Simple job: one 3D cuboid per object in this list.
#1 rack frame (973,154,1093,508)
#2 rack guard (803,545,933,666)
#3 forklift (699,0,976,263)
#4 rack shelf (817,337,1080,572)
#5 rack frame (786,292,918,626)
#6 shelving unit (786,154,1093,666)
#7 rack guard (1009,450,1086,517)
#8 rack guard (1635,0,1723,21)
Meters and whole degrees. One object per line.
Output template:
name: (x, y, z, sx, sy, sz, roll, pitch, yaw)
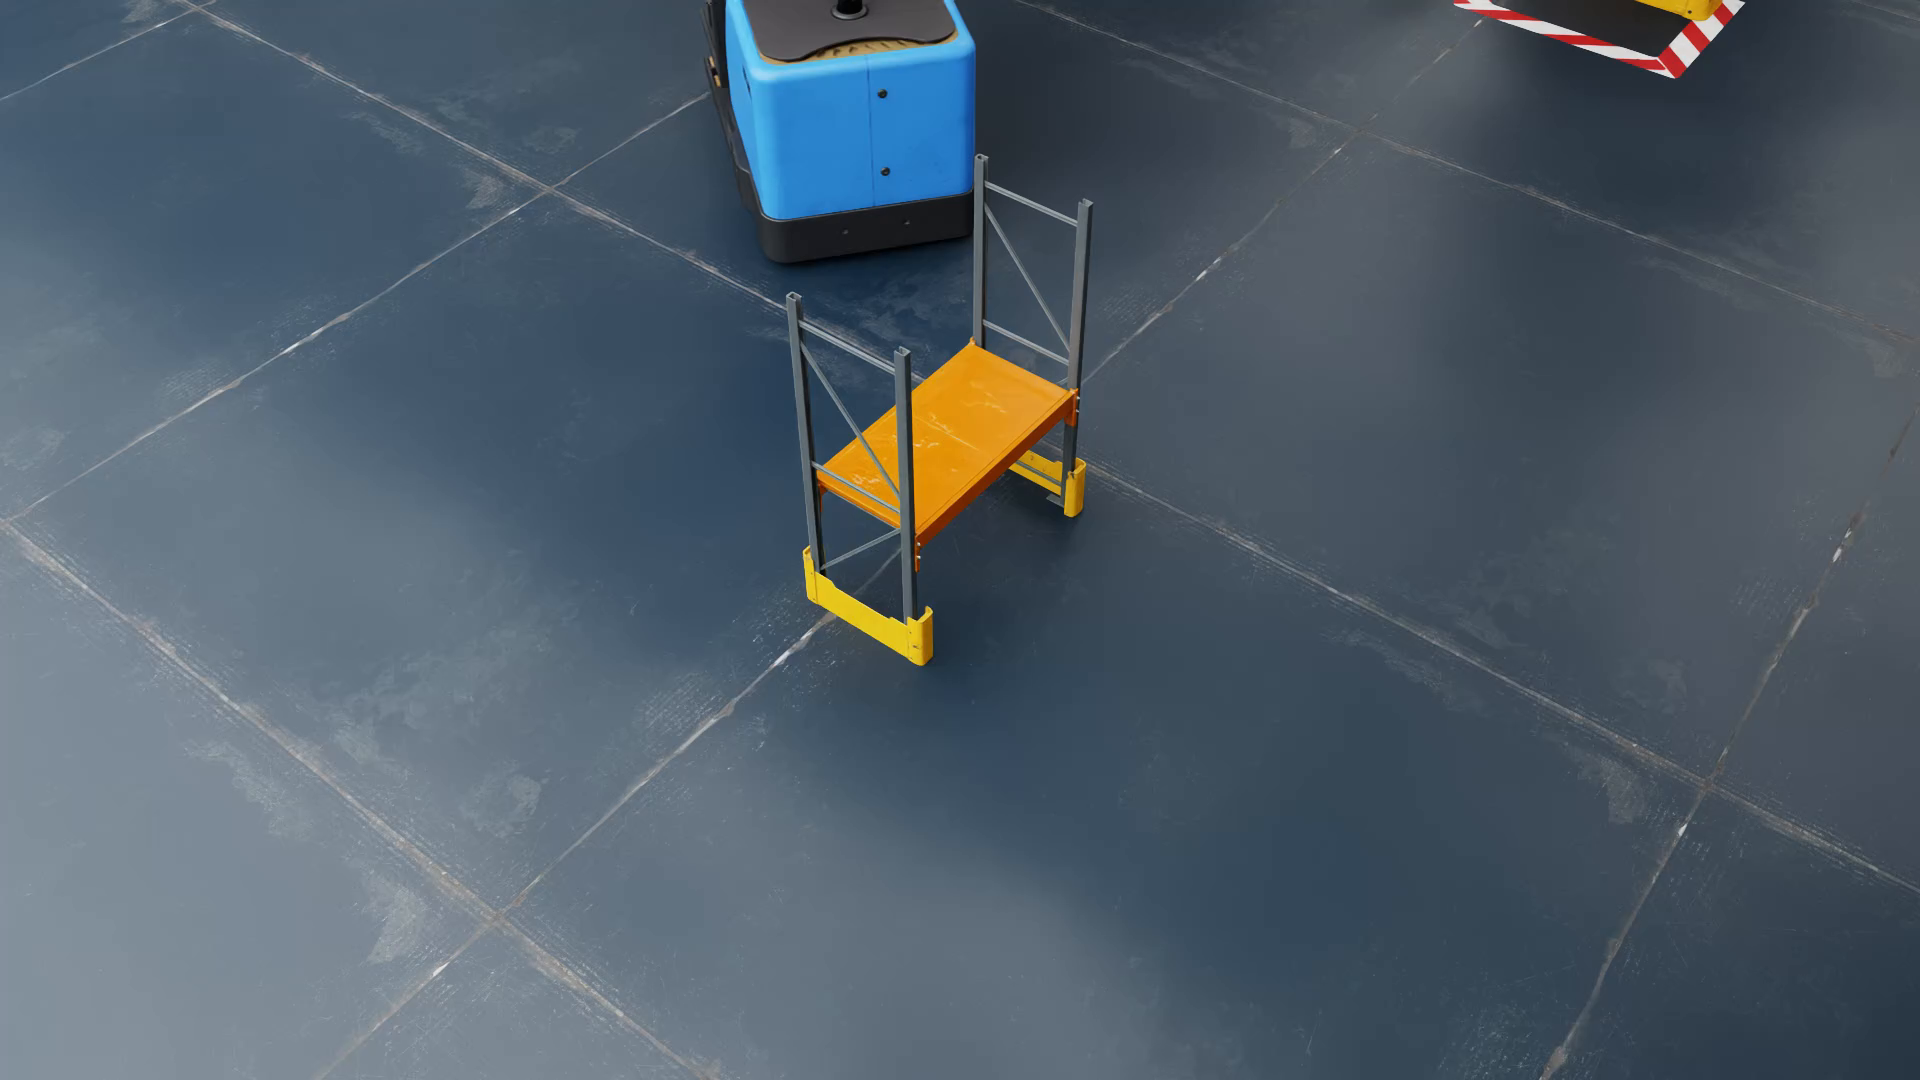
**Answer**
rack frame: (0.259, -0.760, 6.439, 0.500, 1.500, 0.032, 29, 53, 25)
rack guard: (-0.351, 0.242, 6.346, 0.587, 0.250, 0.087, 29, 53, 25)
forklift: (-0.774, -3.417, 7.987, 1.130, 2.935, 3.031, -10, 47, -10)
rack shelf: (-0.052, -0.345, 6.291, 0.538, 0.185, 1.000, 29, 53, 25)
rack frame: (4.636, -4.949, 10.233, 0.520, 1.800, 16.358, 29, 53, 25)
shelving unit: (4.625, -4.951, 10.235, 0.587, 1.800, 16.366, 29, 53, 25)
rack guard: (0.258, -0.328, 6.890, 0.587, 0.250, 0.087, 29, 53, 25)
rack guard: (3.935, -3.511, 9.758, 1.175, 0.500, 0.348, 29, 53, 25)
